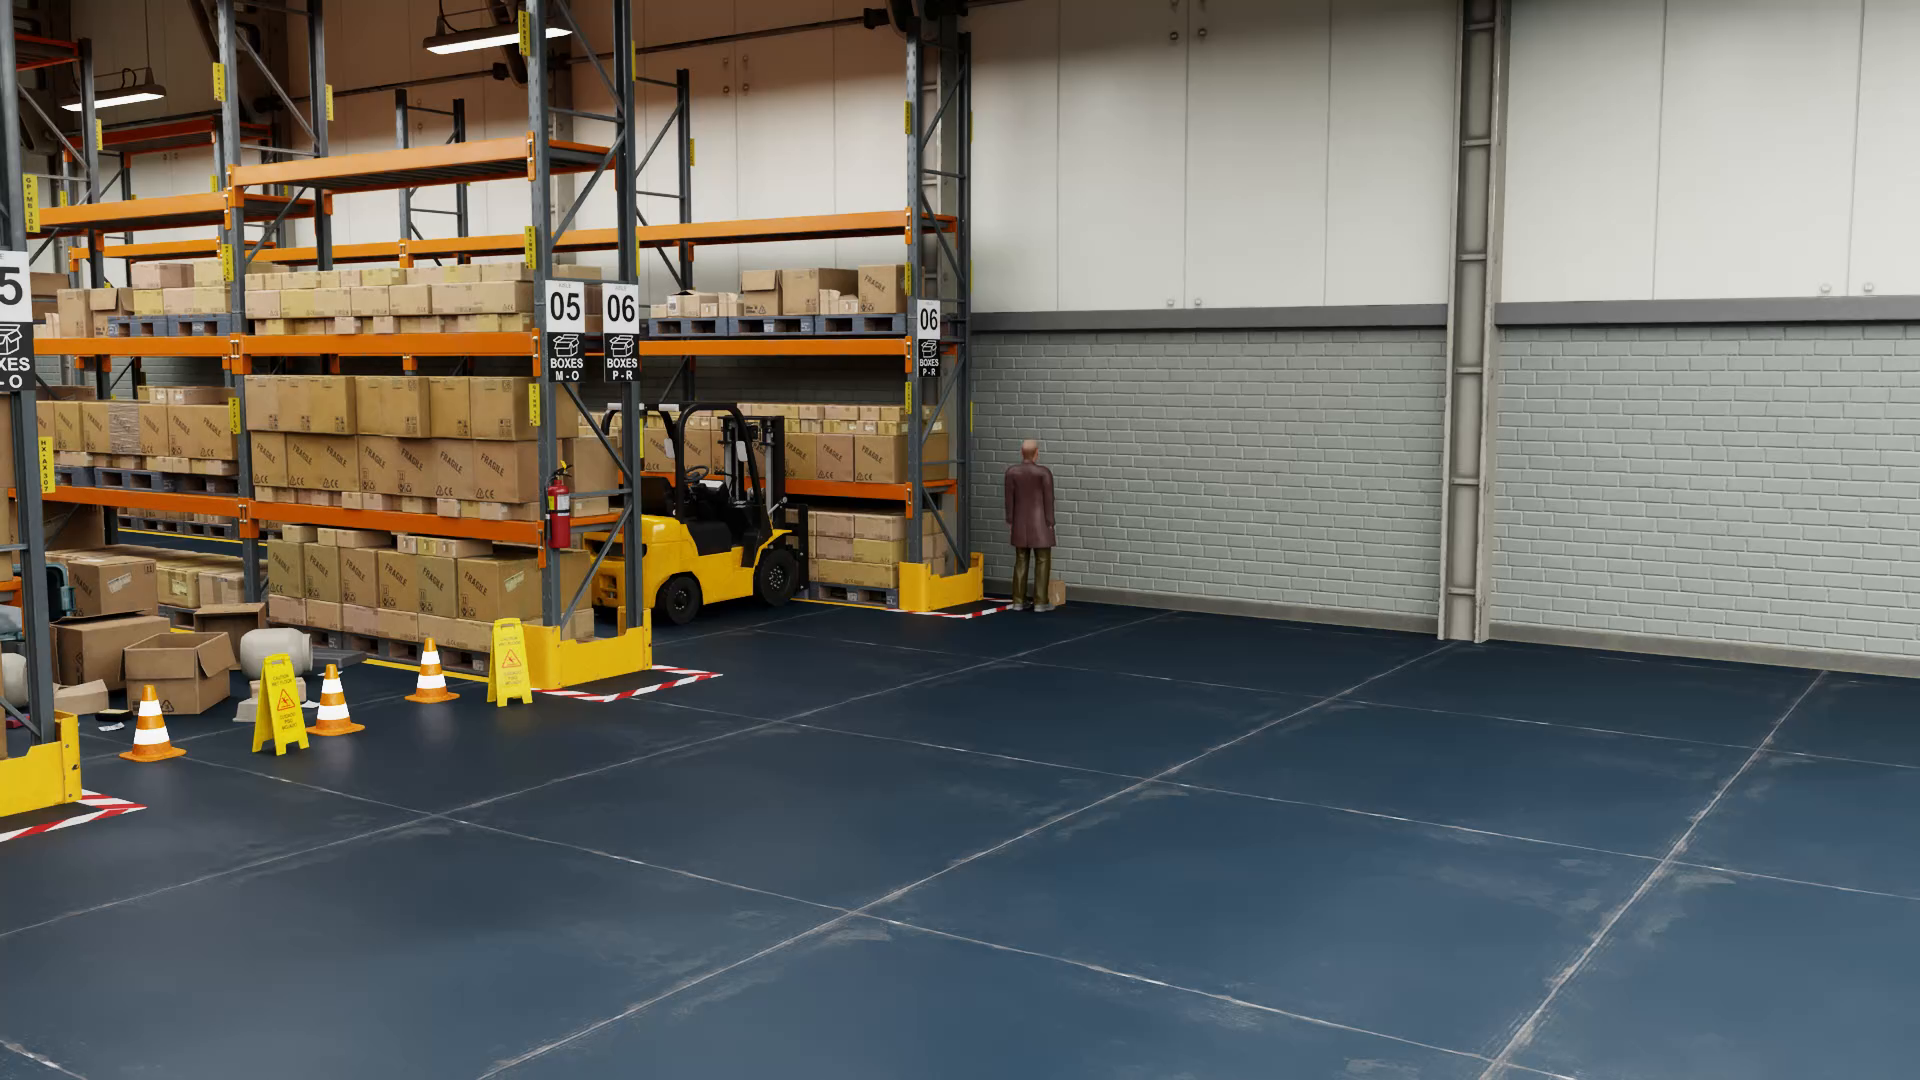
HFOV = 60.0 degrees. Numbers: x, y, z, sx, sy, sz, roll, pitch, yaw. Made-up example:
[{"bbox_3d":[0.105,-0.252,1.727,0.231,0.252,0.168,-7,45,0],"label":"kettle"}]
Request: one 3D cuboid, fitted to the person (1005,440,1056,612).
[{"bbox_3d":[0.734,-0.152,17.198,0.562,1.774,0.377,3,7,27],"label":"person"}]
